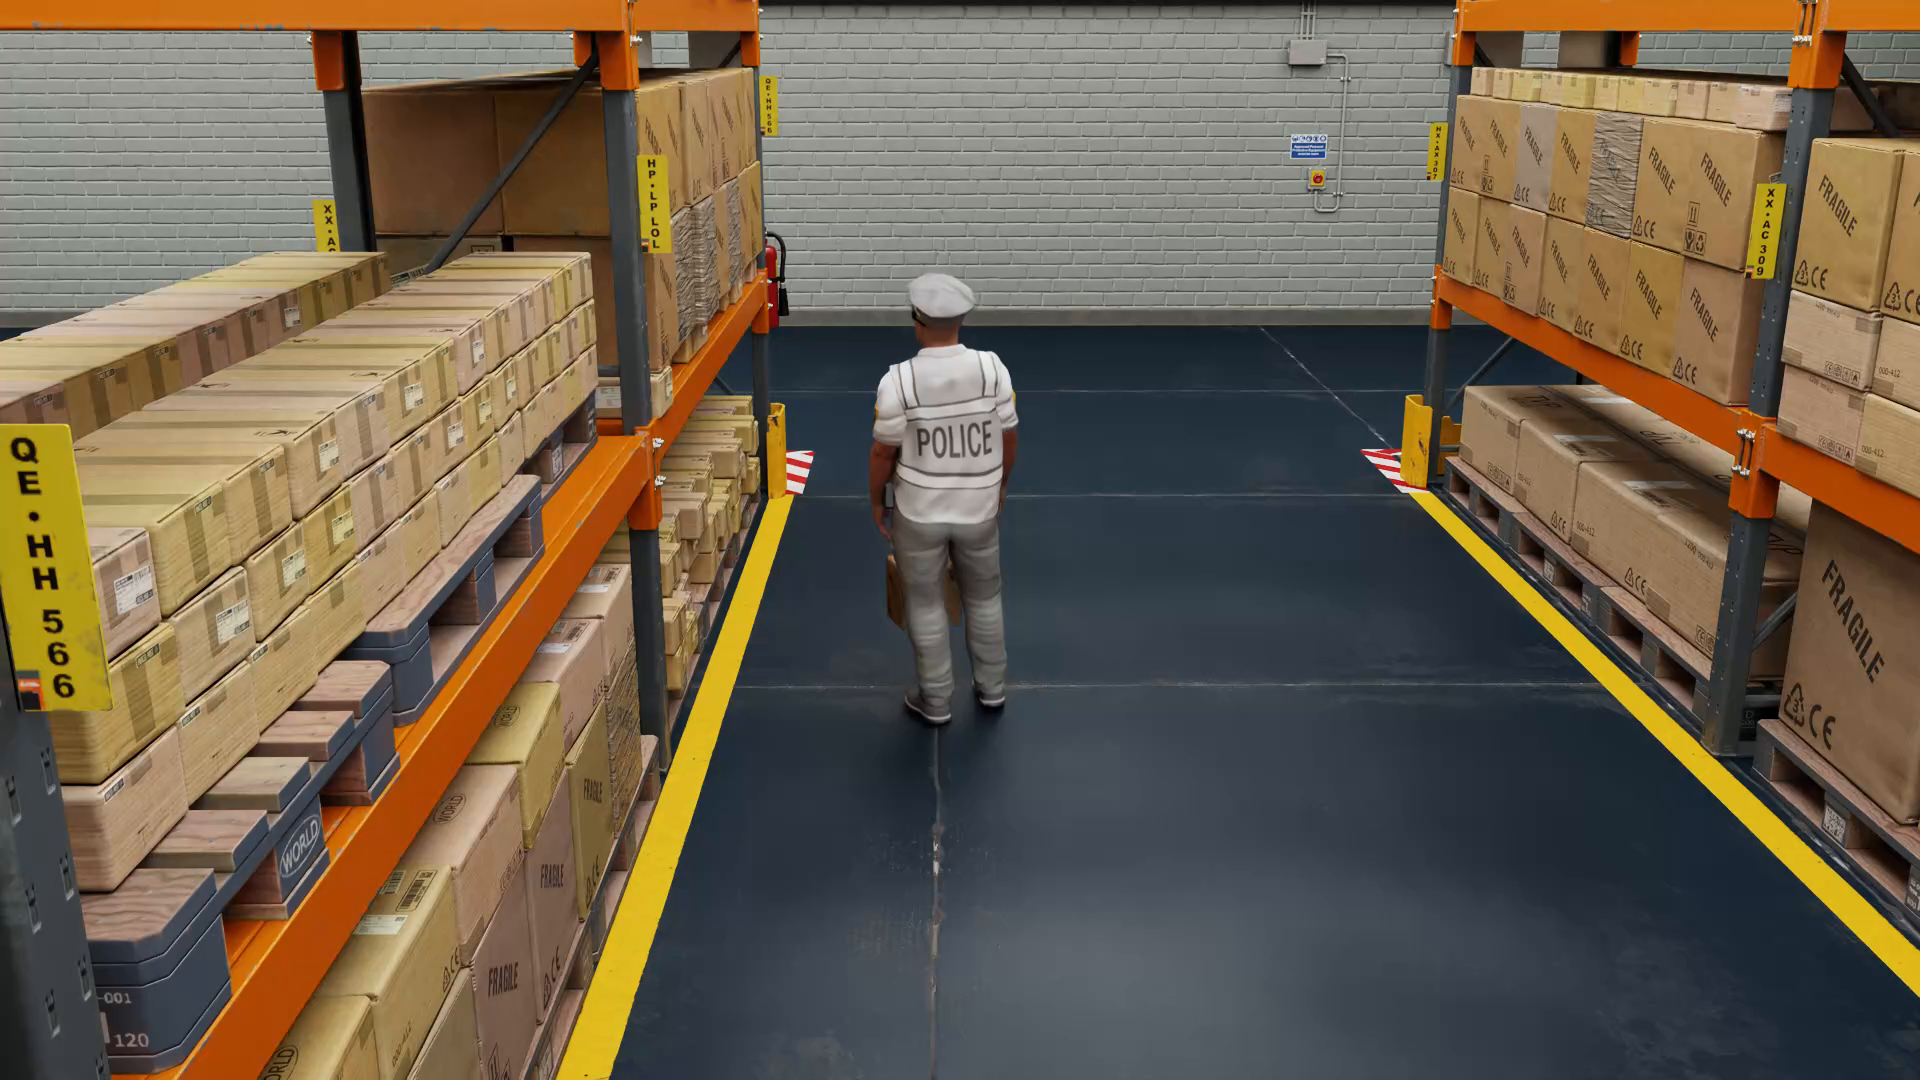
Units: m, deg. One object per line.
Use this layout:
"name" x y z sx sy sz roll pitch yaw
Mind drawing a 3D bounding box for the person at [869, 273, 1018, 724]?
"person" -0.068 -0.160 6.471 0.613 1.783 0.572 -4 18 -14
